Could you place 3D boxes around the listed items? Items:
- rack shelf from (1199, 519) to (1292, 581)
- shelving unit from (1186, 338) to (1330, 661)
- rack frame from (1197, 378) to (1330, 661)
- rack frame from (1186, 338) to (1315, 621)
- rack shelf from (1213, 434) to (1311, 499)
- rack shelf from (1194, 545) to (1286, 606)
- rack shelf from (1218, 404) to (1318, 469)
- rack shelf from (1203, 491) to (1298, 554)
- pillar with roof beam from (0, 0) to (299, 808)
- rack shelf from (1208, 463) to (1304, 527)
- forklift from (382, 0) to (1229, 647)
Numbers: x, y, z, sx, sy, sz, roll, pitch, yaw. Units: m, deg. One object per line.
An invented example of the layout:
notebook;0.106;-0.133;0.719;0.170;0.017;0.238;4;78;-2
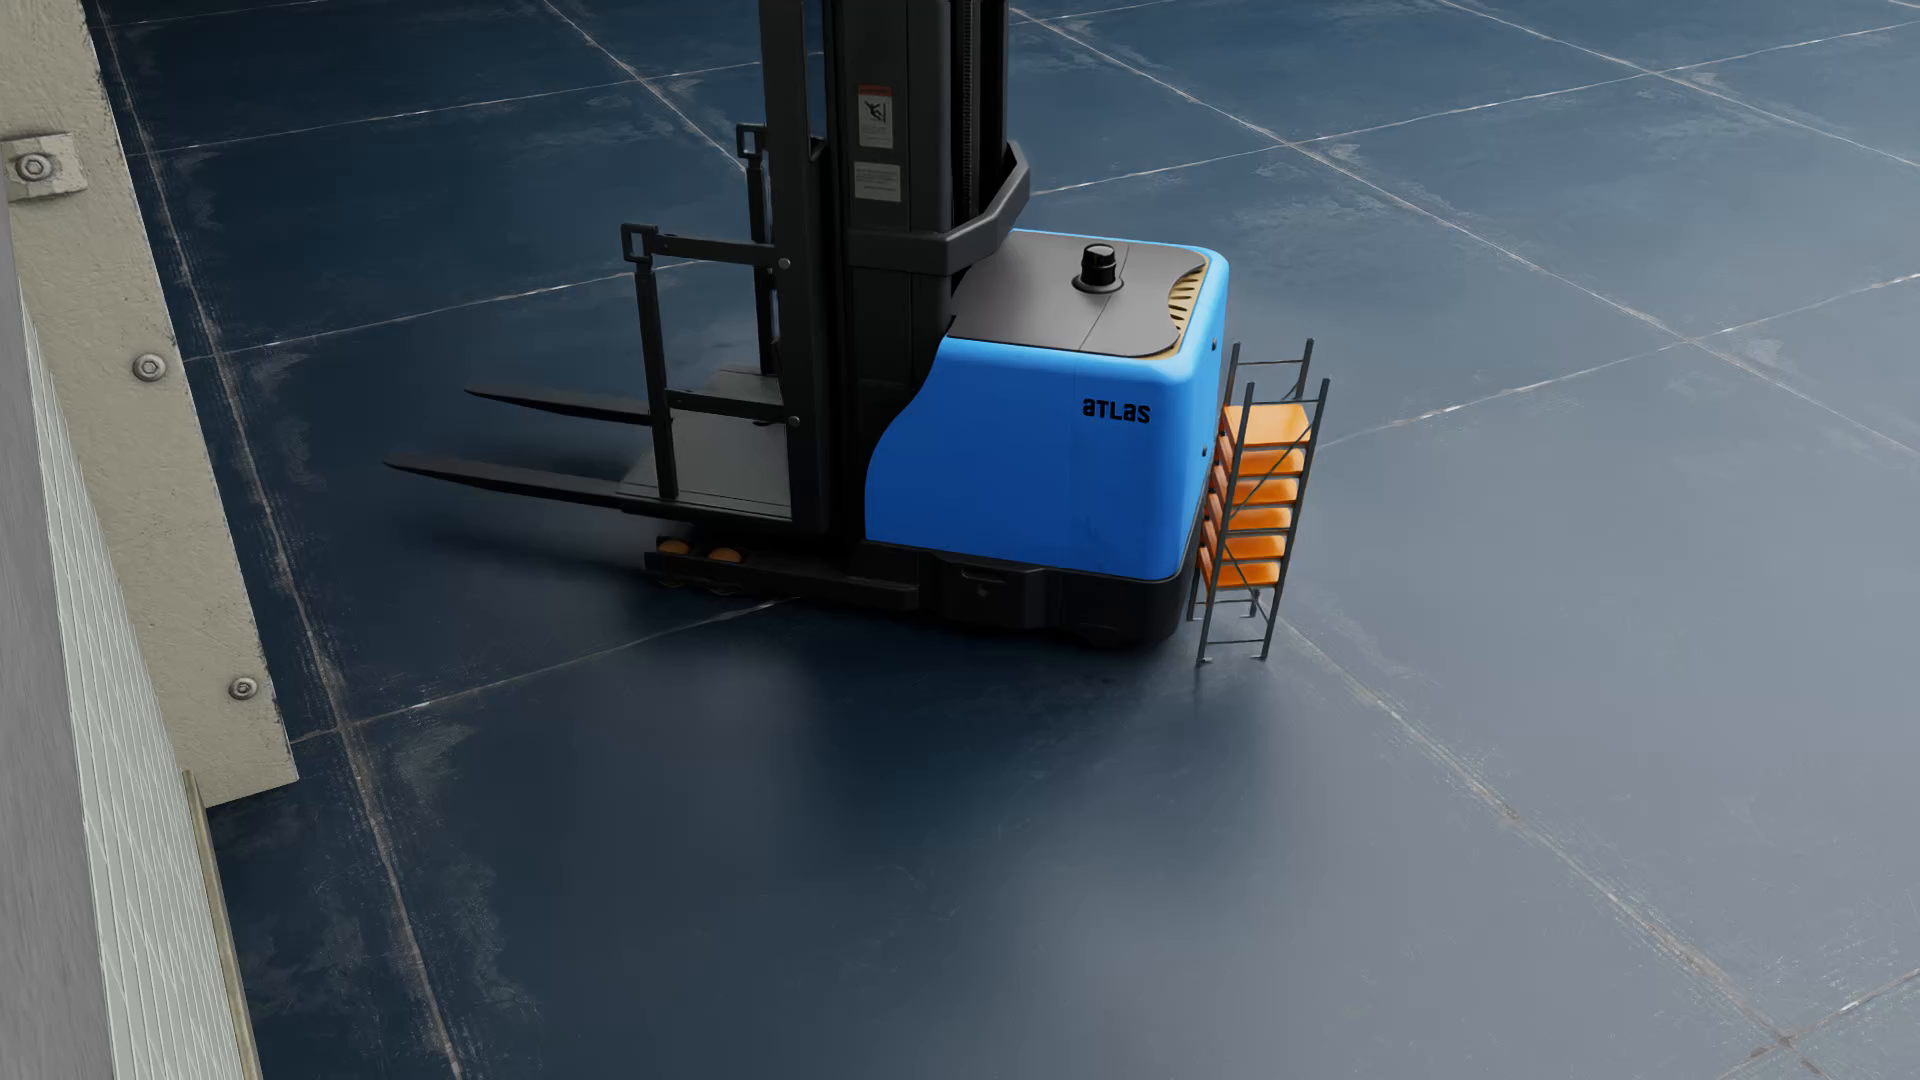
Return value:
rack shelf;0.913;0.024;5.339;0.258;0.103;0.180;-3;45;-5
shelving unit;0.916;-0.093;5.224;0.258;1.200;0.189;-3;45;-5
rack frame;0.925;-0.029;5.159;0.240;1.200;0.006;-3;45;-5
rack frame;0.907;-0.157;5.288;0.240;1.200;0.006;-3;45;-5
rack shelf;0.920;-0.232;5.086;0.258;0.103;0.180;-3;45;-5
rack shelf;0.910;0.110;5.423;0.258;0.103;0.180;-3;45;-5
rack shelf;0.923;-0.317;5.002;0.258;0.103;0.180;-3;45;-5
rack shelf;0.915;-0.061;5.255;0.258;0.103;0.180;-3;45;-5
pillar with roof beam;1.568;-4.197;4.414;9.100;9.000;0.400;-16;36;-23
rack shelf;0.918;-0.146;5.170;0.258;0.103;0.180;-3;45;-5
forklift;-0.626;-1.303;5.522;3.031;2.935;1.130;8;34;13
